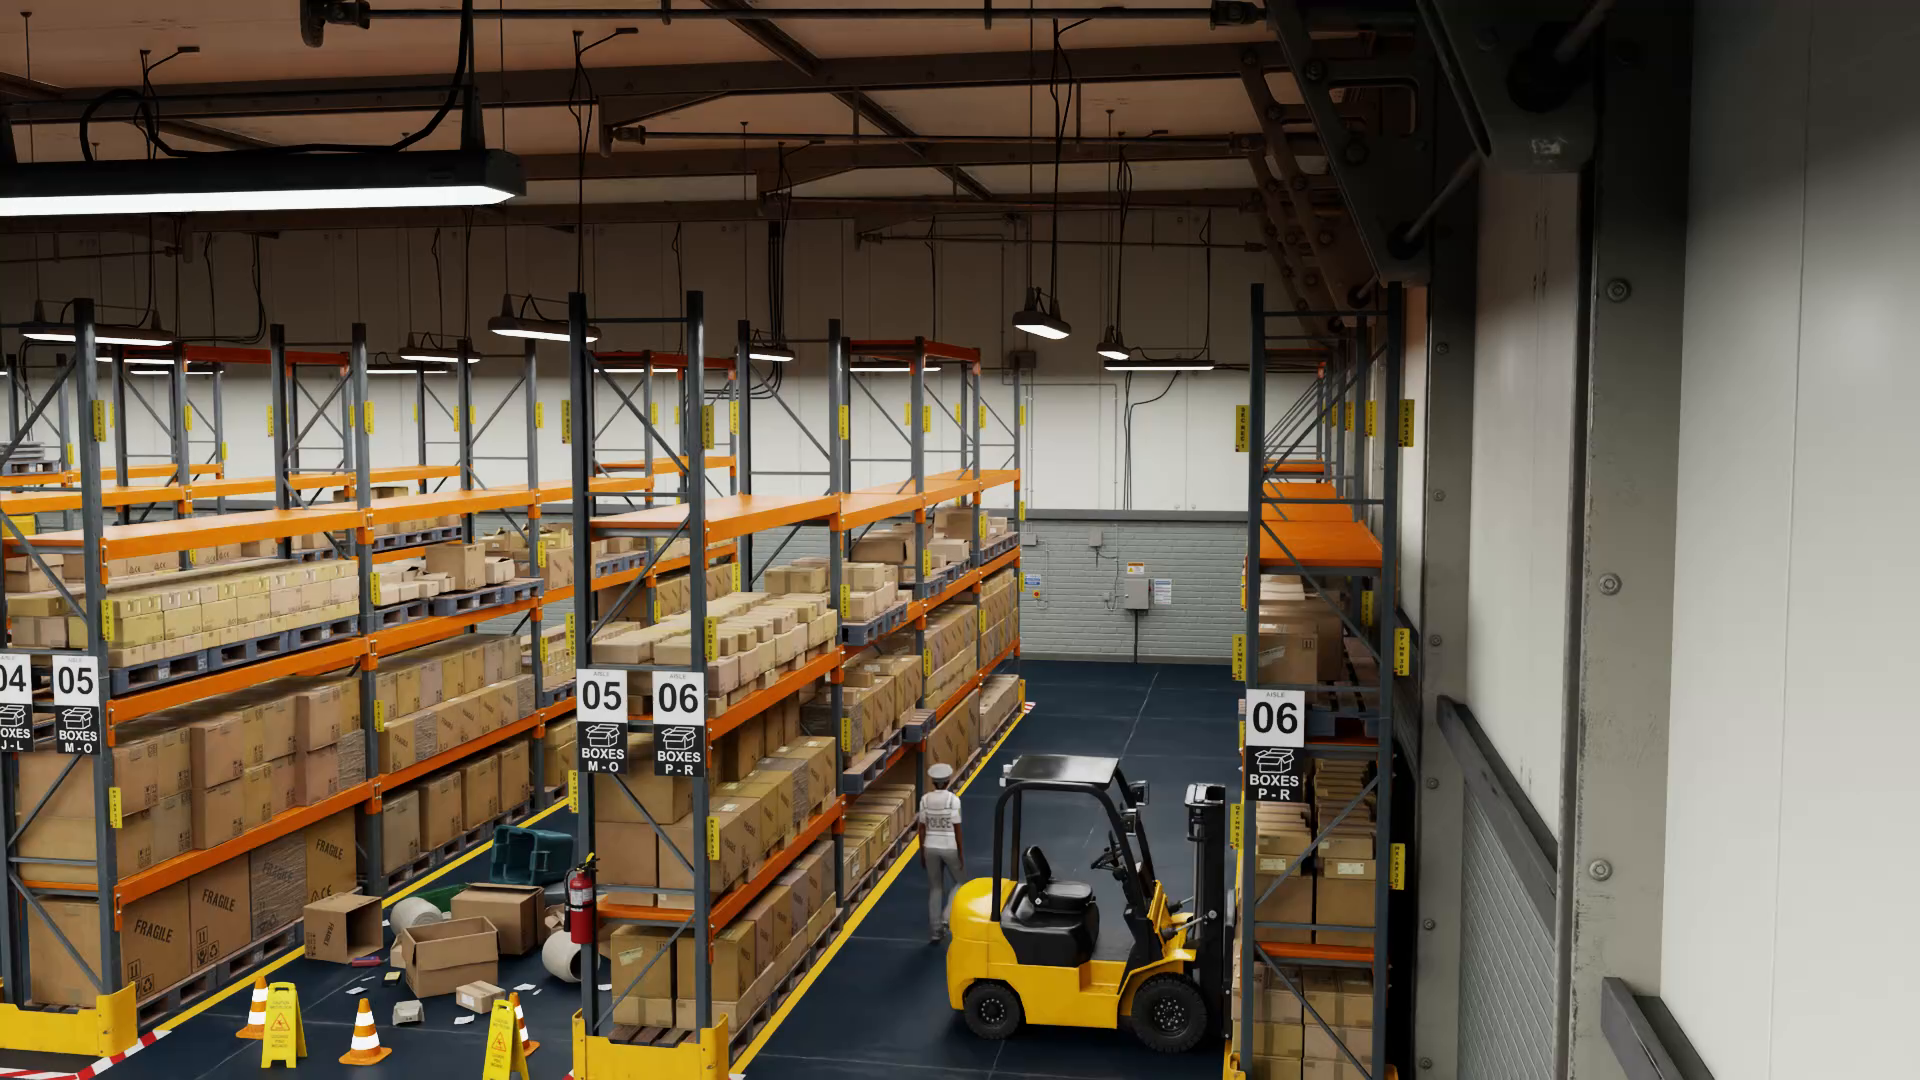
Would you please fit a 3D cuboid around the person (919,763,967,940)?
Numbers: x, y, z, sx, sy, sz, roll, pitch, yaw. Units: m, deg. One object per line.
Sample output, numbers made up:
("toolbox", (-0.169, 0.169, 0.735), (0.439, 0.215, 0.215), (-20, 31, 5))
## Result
("person", (-0.171, 3.025, 16.136), (0.507, 1.675, 0.457), (1, 5, 18))
